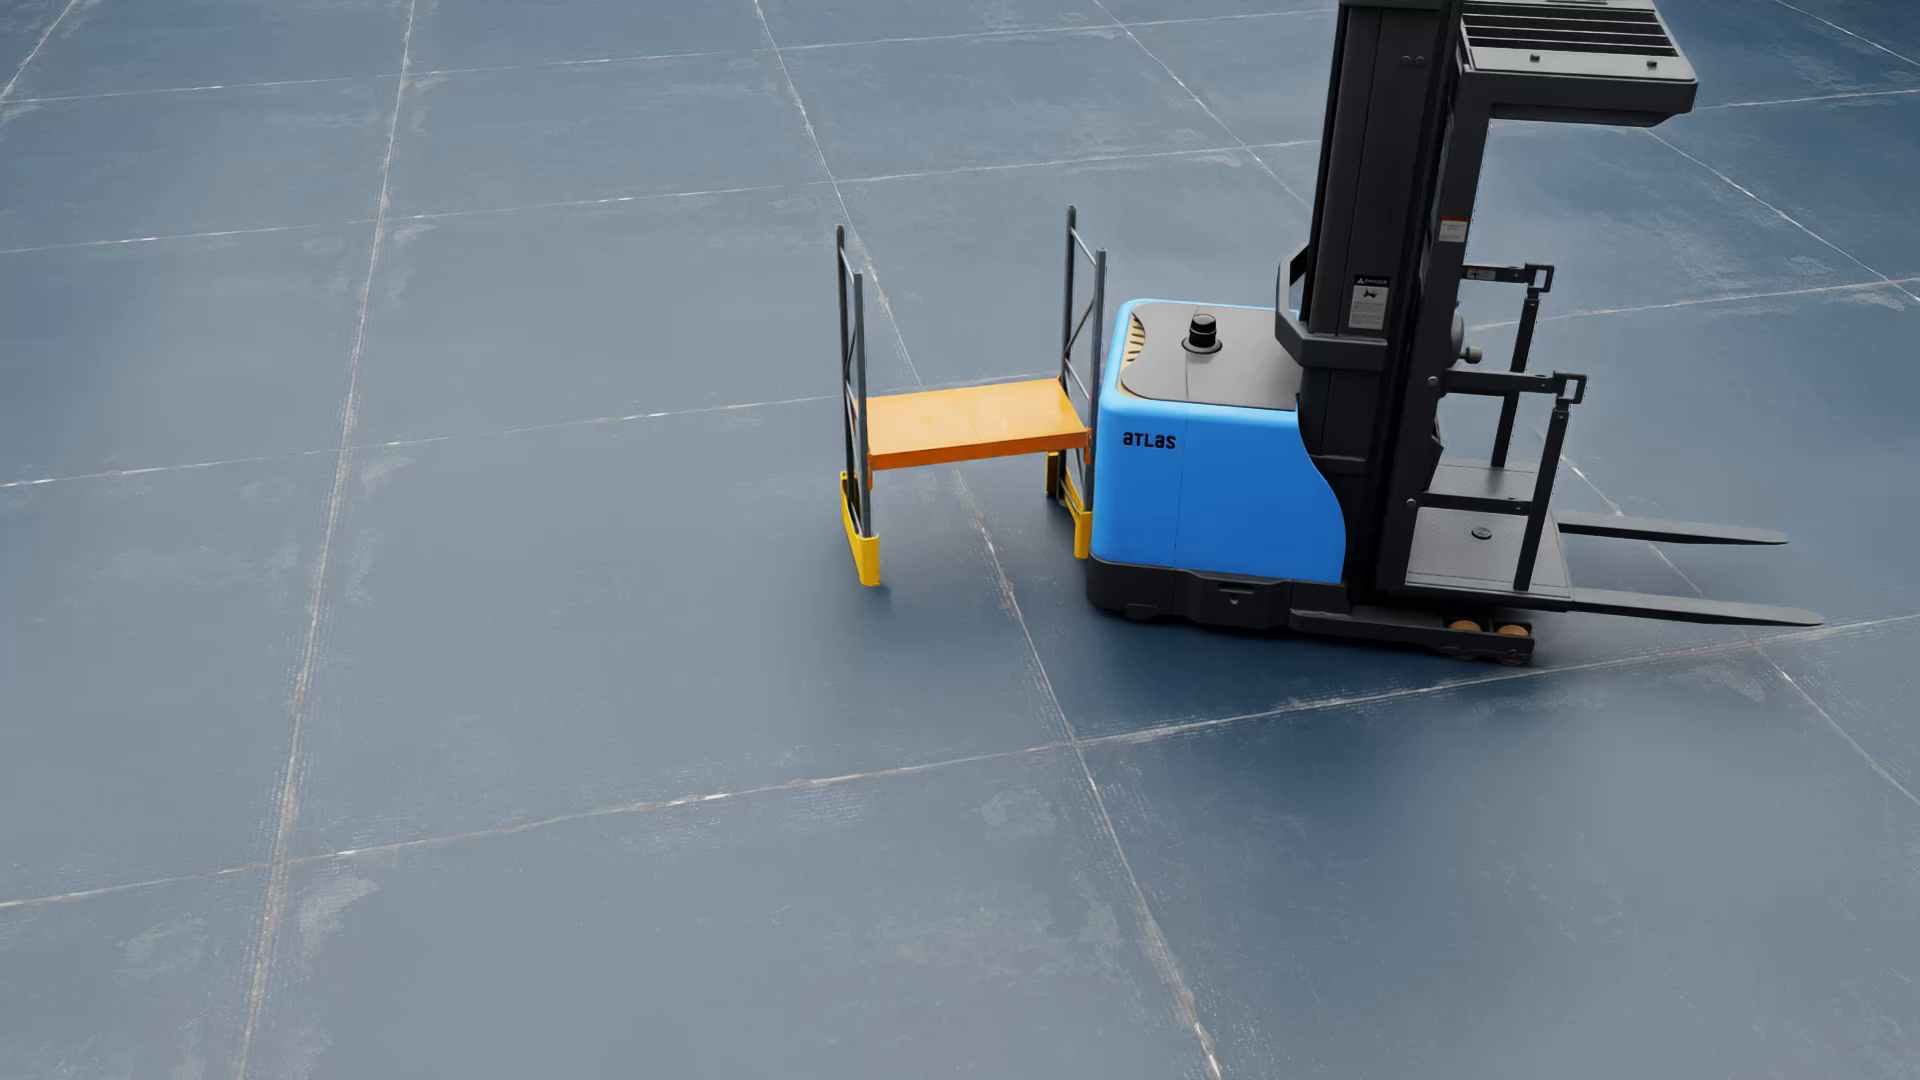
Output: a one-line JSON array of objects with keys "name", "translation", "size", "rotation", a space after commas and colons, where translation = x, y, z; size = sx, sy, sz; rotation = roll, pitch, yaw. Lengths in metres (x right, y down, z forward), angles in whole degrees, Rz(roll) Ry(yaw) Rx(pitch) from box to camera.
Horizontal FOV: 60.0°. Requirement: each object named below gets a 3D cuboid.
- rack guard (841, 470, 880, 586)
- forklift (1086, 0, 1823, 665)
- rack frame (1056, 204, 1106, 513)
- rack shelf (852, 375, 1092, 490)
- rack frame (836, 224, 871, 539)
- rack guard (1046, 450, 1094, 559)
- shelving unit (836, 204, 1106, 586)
[{"name": "rack guard", "translation": [-0.459, -0.061, 7.616], "size": [0.087, 0.250, 0.587], "rotation": [-7, 34, -10]}, {"name": "forklift", "translation": [2.116, -1.014, 6.631], "size": [3.031, 2.935, 1.130], "rotation": [5, 34, 8]}, {"name": "rack frame", "translation": [0.534, -0.700, 7.448], "size": [0.032, 1.500, 0.500], "rotation": [-7, 34, -10]}, {"name": "rack shelf", "translation": [0.037, -0.491, 7.458], "size": [1.000, 0.185, 0.538], "rotation": [-7, 34, -10]}, {"name": "rack frame", "translation": [-0.460, -0.580, 7.268], "size": [0.032, 1.500, 0.500], "rotation": [-7, 34, -10]}, {"name": "rack guard", "translation": [0.515, -0.179, 7.793], "size": [0.087, 0.250, 0.587], "rotation": [-7, 34, -10]}, {"name": "shelving unit", "translation": [0.028, -0.639, 7.356], "size": [1.083, 1.500, 0.587], "rotation": [-7, 34, -10]}]
